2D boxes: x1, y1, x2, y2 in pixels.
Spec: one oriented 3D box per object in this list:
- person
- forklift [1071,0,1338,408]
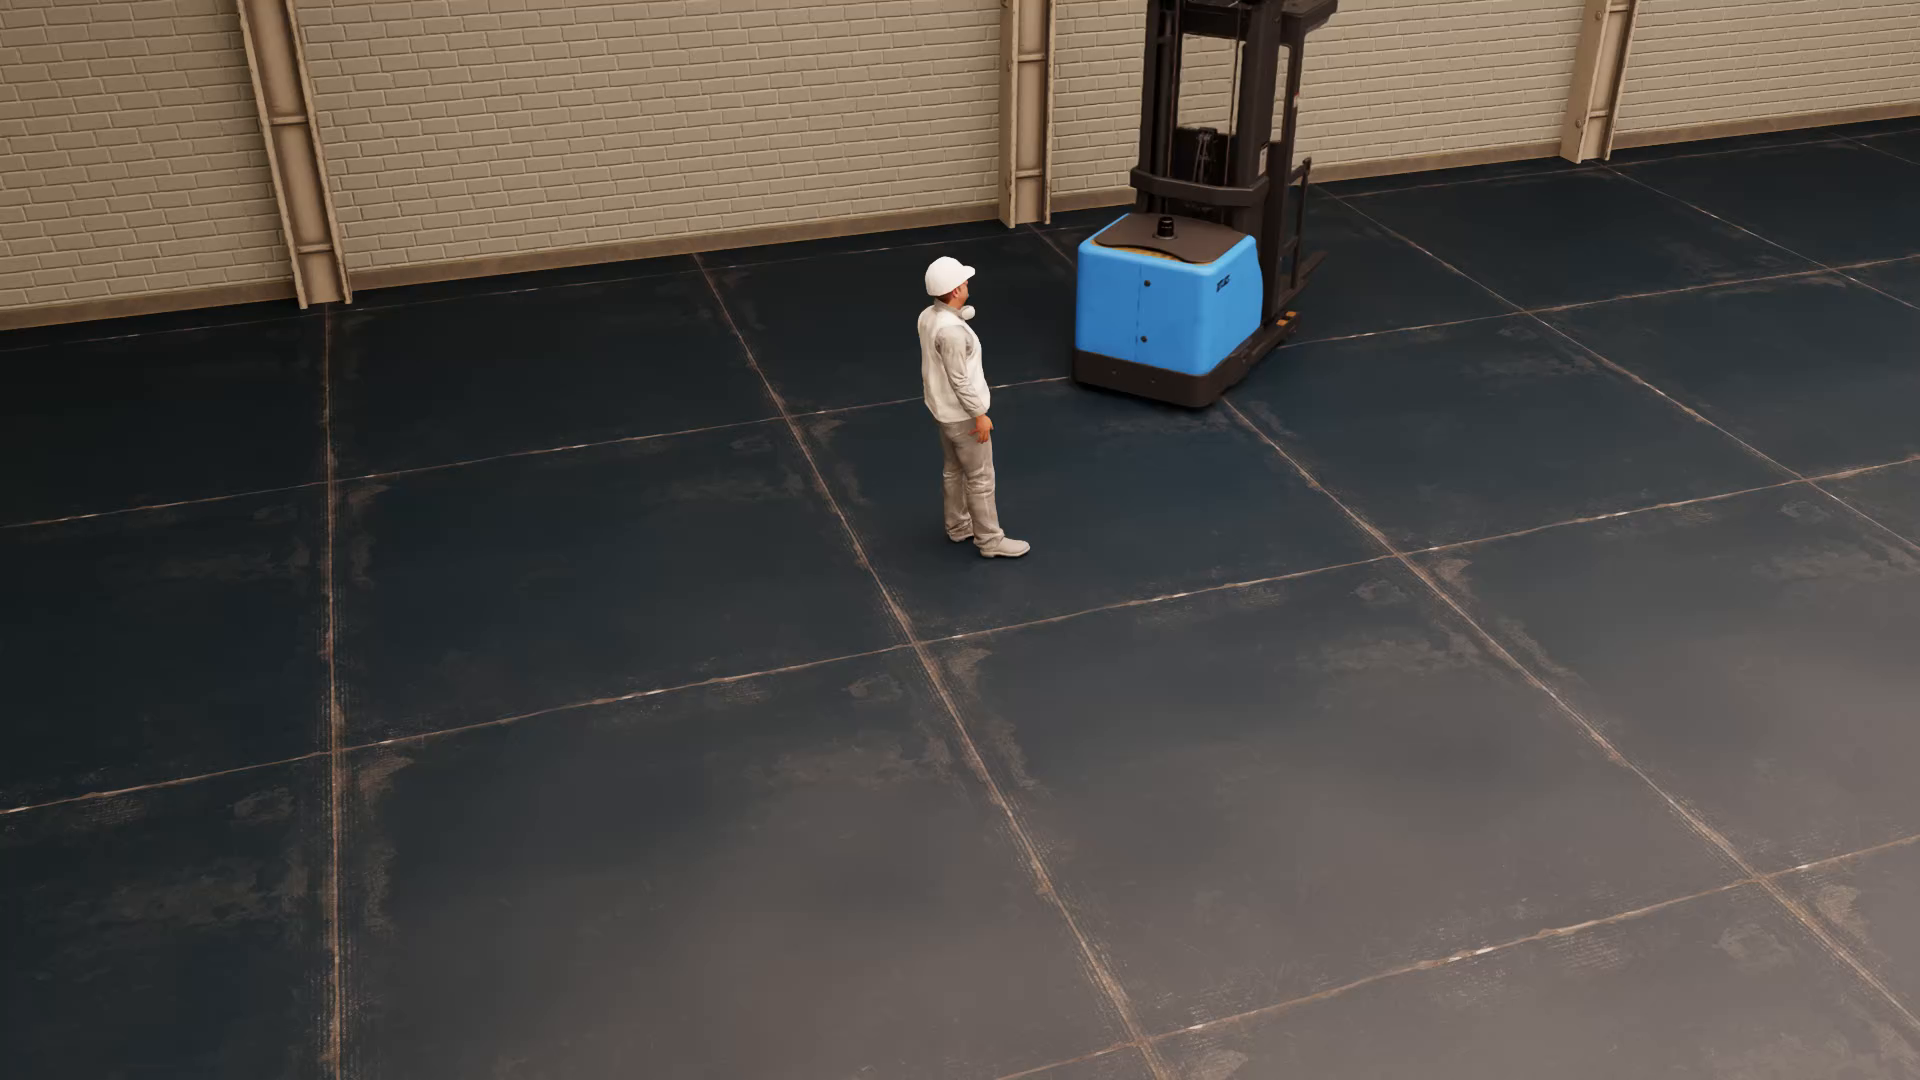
[{"bbox_3d":[0.062,-0.782,9.591,0.566,1.775,0.634,-10,31,-16],"label":"person"},{"bbox_3d":[1.973,-2.884,12.099,1.130,2.935,3.031,16,34,26],"label":"forklift"}]
